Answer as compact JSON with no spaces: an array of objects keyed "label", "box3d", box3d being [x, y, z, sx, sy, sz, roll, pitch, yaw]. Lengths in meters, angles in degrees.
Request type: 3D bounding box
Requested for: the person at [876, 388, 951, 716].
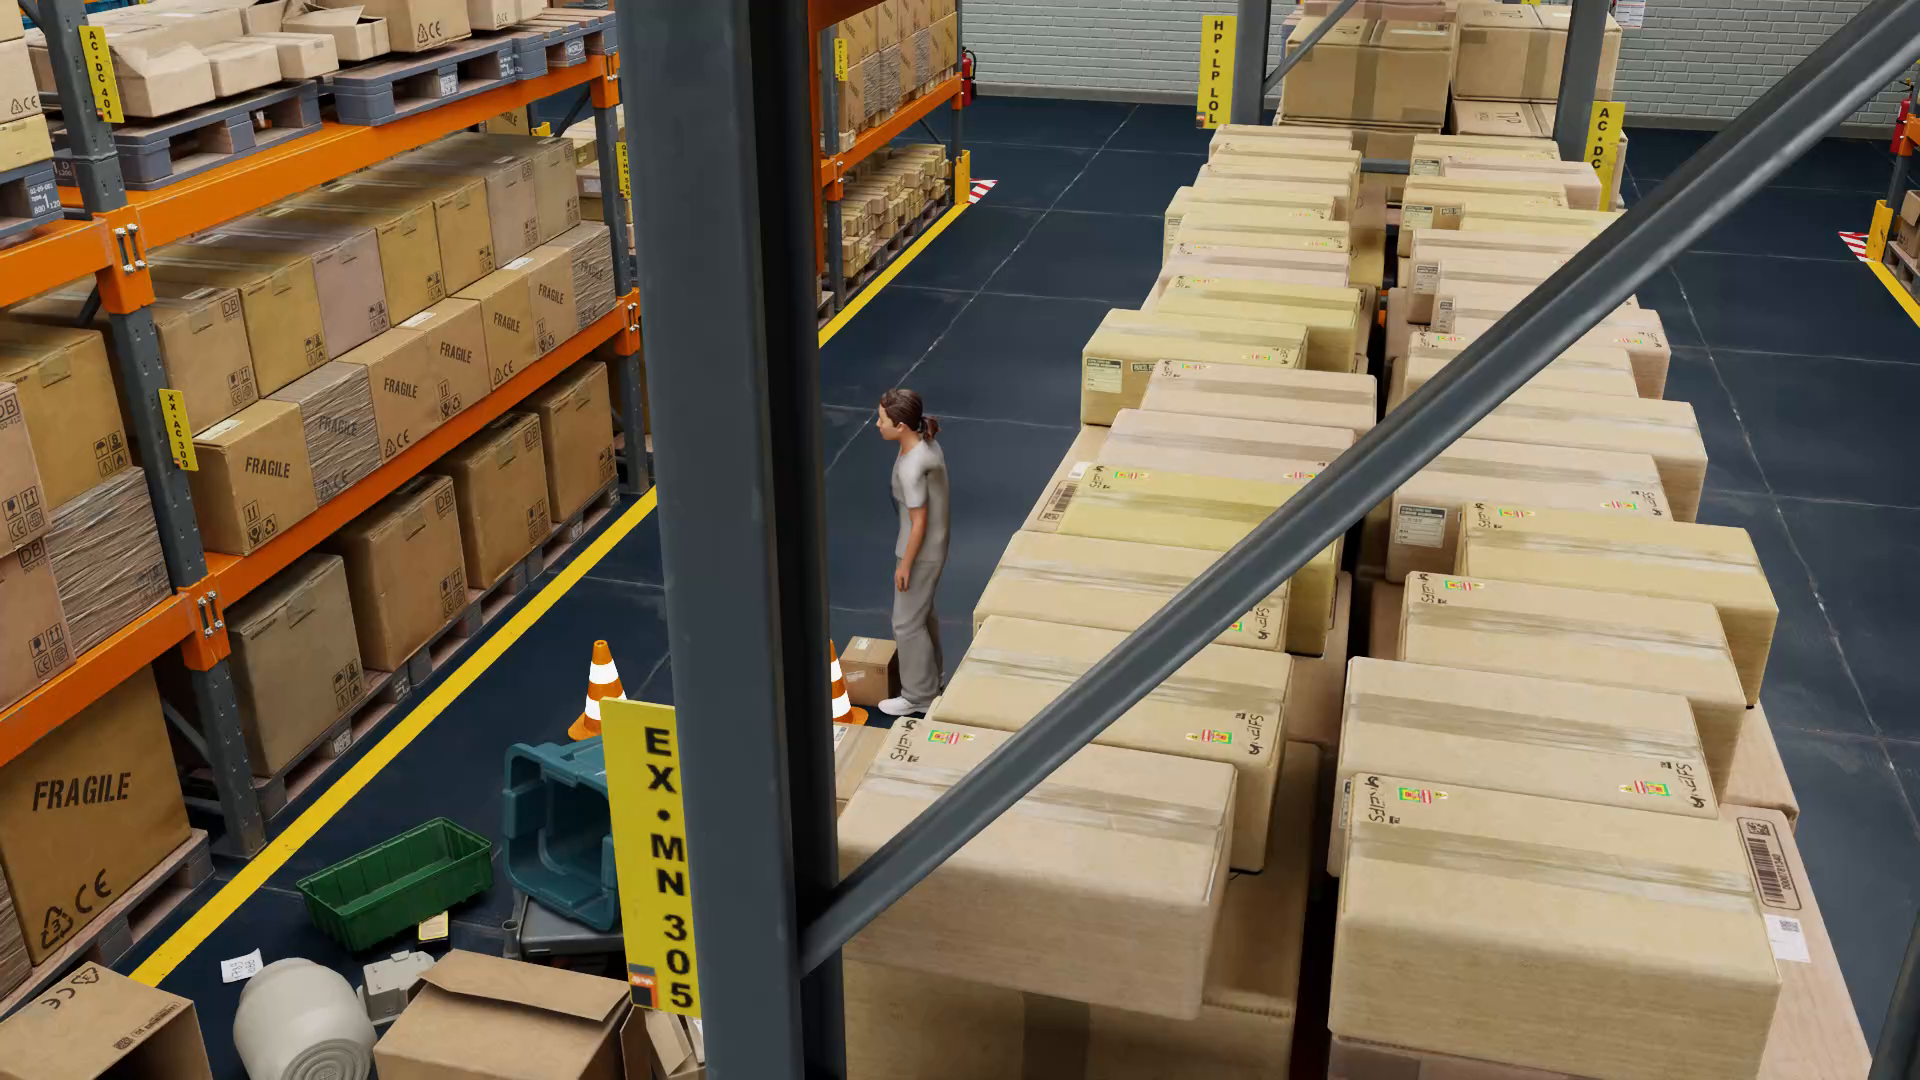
[{"label":"person","box3d":[-0.221,0.051,8.003,0.356,1.673,0.509,1,25,3]}]
